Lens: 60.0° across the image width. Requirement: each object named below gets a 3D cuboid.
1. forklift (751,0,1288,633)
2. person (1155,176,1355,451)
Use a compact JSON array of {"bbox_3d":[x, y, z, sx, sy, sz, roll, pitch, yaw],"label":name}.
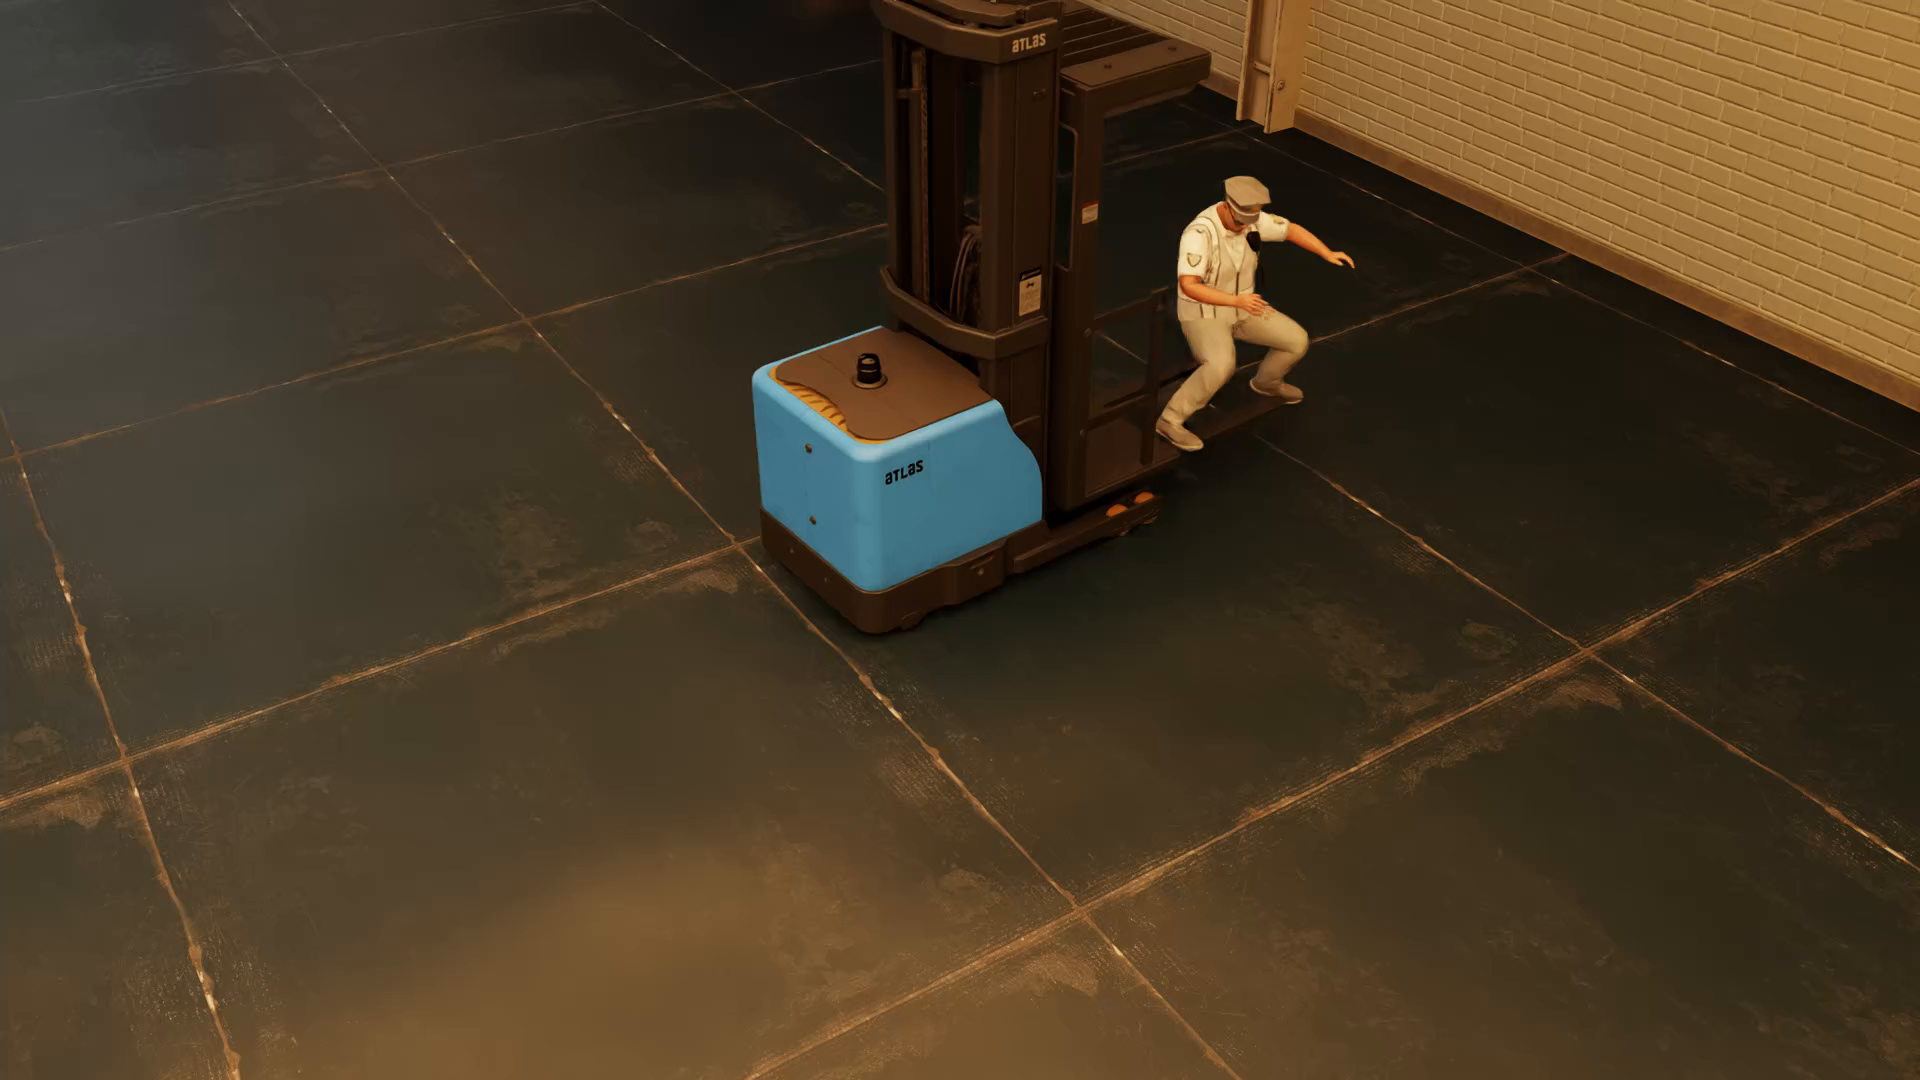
[{"bbox_3d":[0.457,-1.437,8.192,3.031,2.935,1.130,-24,41,-30],"label":"forklift"},{"bbox_3d":[1.540,-1.242,9.060,1.165,1.511,0.735,-19,39,-25],"label":"person"}]
